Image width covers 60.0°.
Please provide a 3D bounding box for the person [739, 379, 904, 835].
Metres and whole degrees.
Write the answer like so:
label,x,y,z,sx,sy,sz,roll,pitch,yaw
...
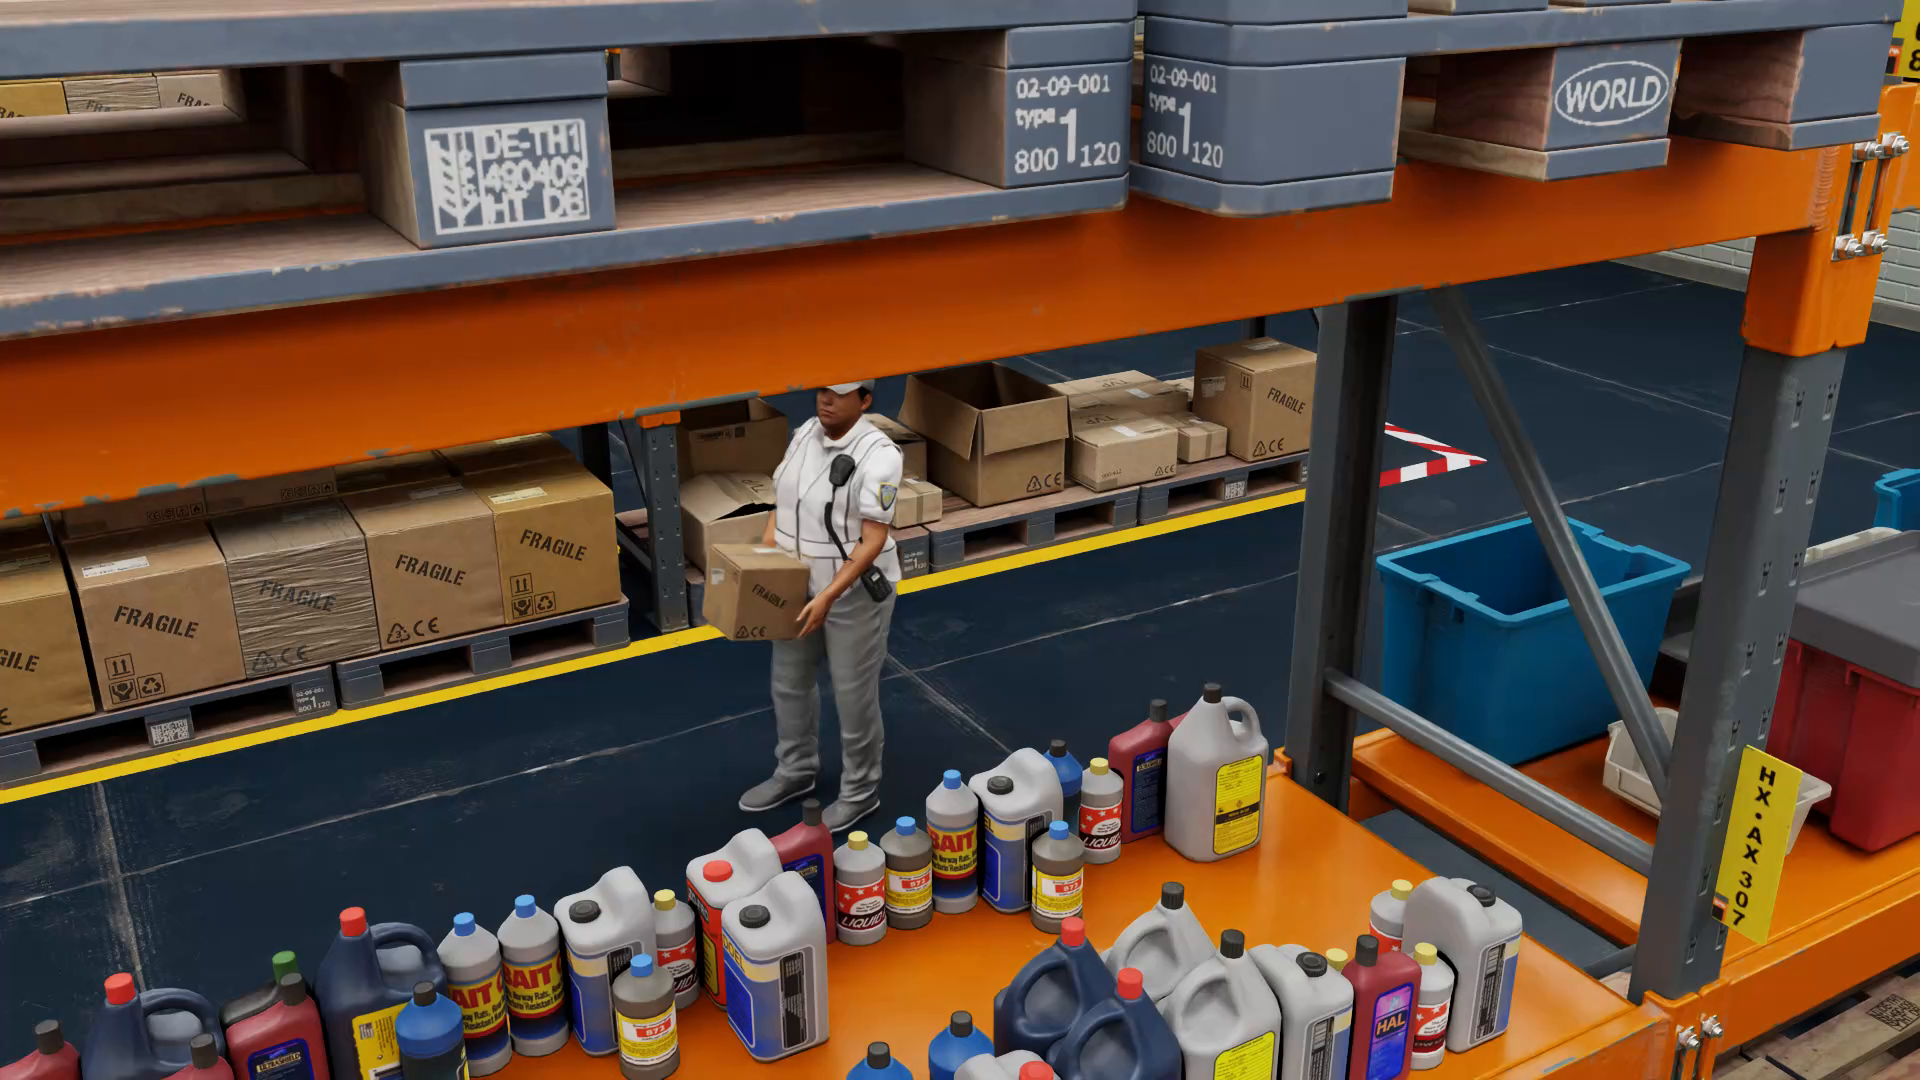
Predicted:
label,x,y,z,sx,sy,sz,roll,pitch,yaw
person,-0.481,0.188,5.610,0.537,1.670,0.497,16,27,35
